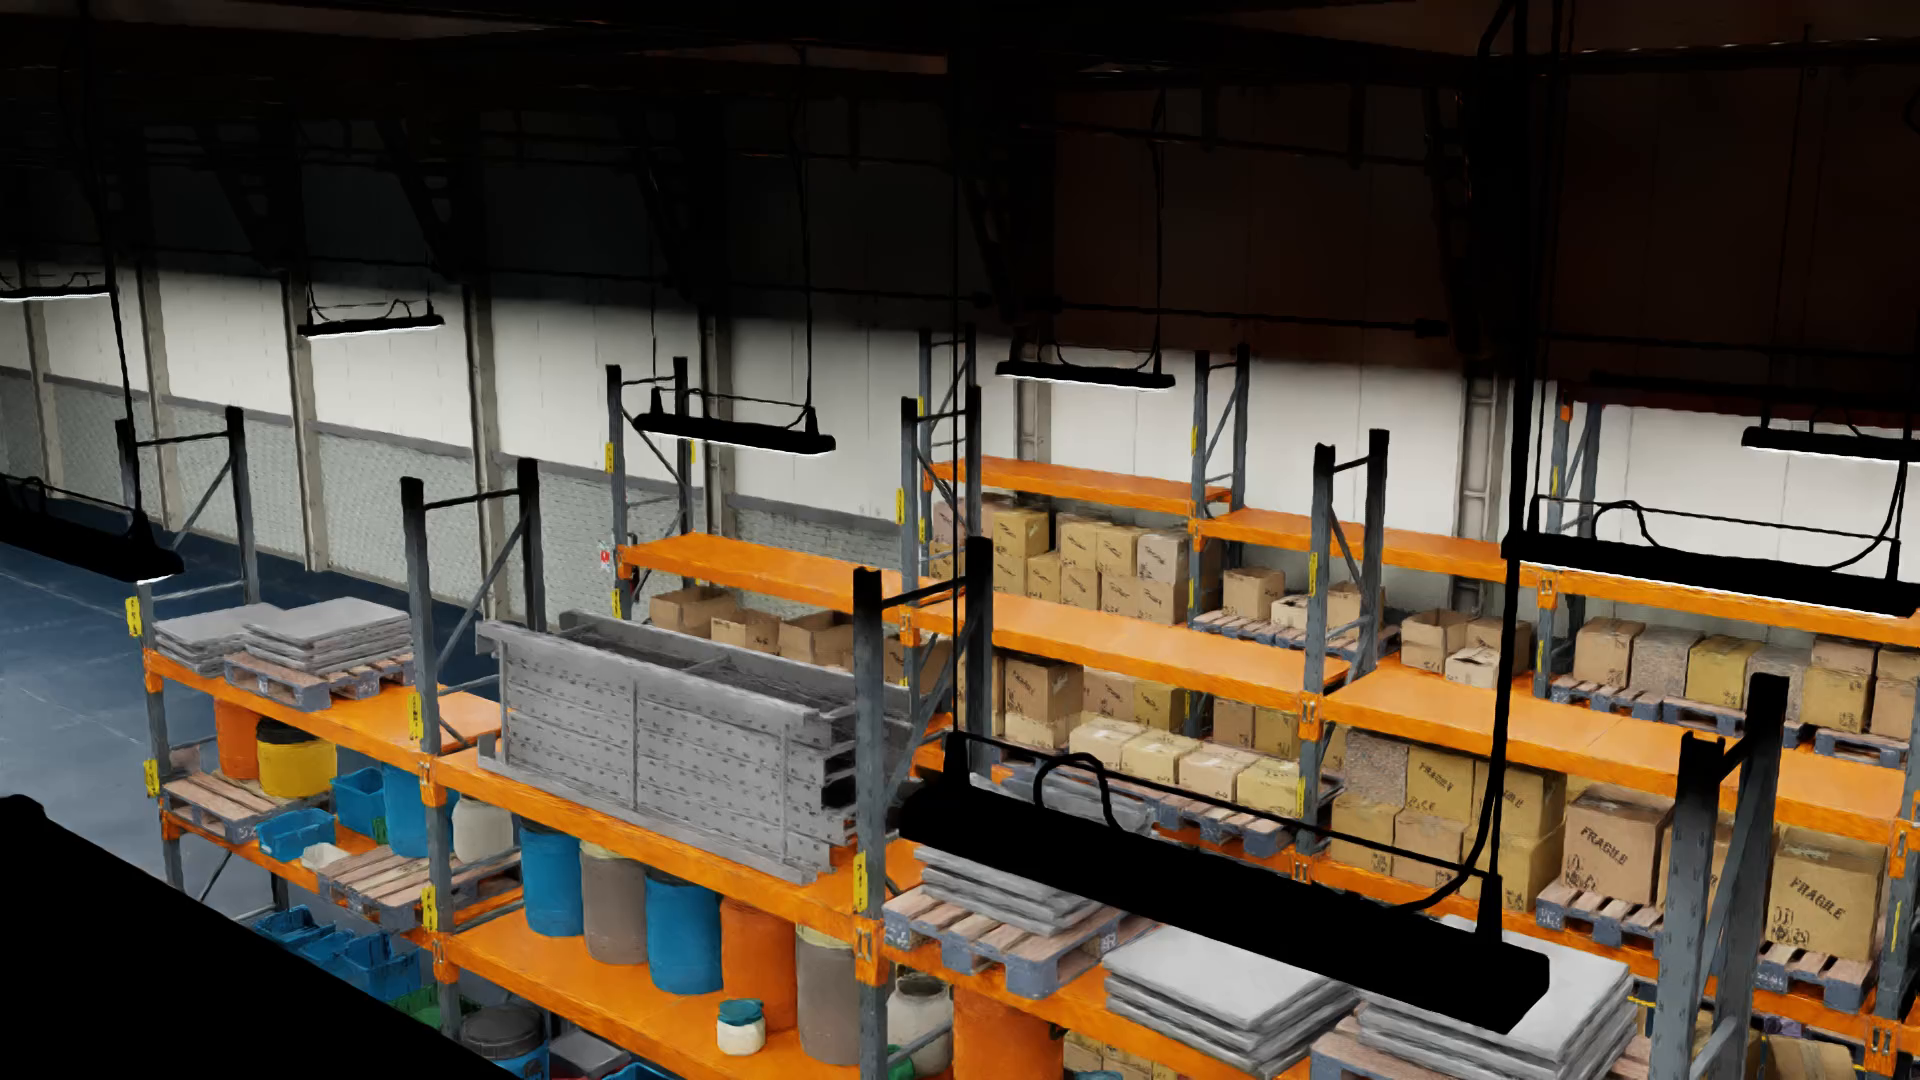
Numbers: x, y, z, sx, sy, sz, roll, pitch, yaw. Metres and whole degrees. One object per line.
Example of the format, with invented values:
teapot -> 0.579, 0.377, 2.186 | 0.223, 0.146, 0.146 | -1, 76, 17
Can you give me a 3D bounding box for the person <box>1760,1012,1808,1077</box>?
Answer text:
person -> 6.804, 4.300, 13.649 | 0.510, 1.581, 0.625 | 9, 16, 36
